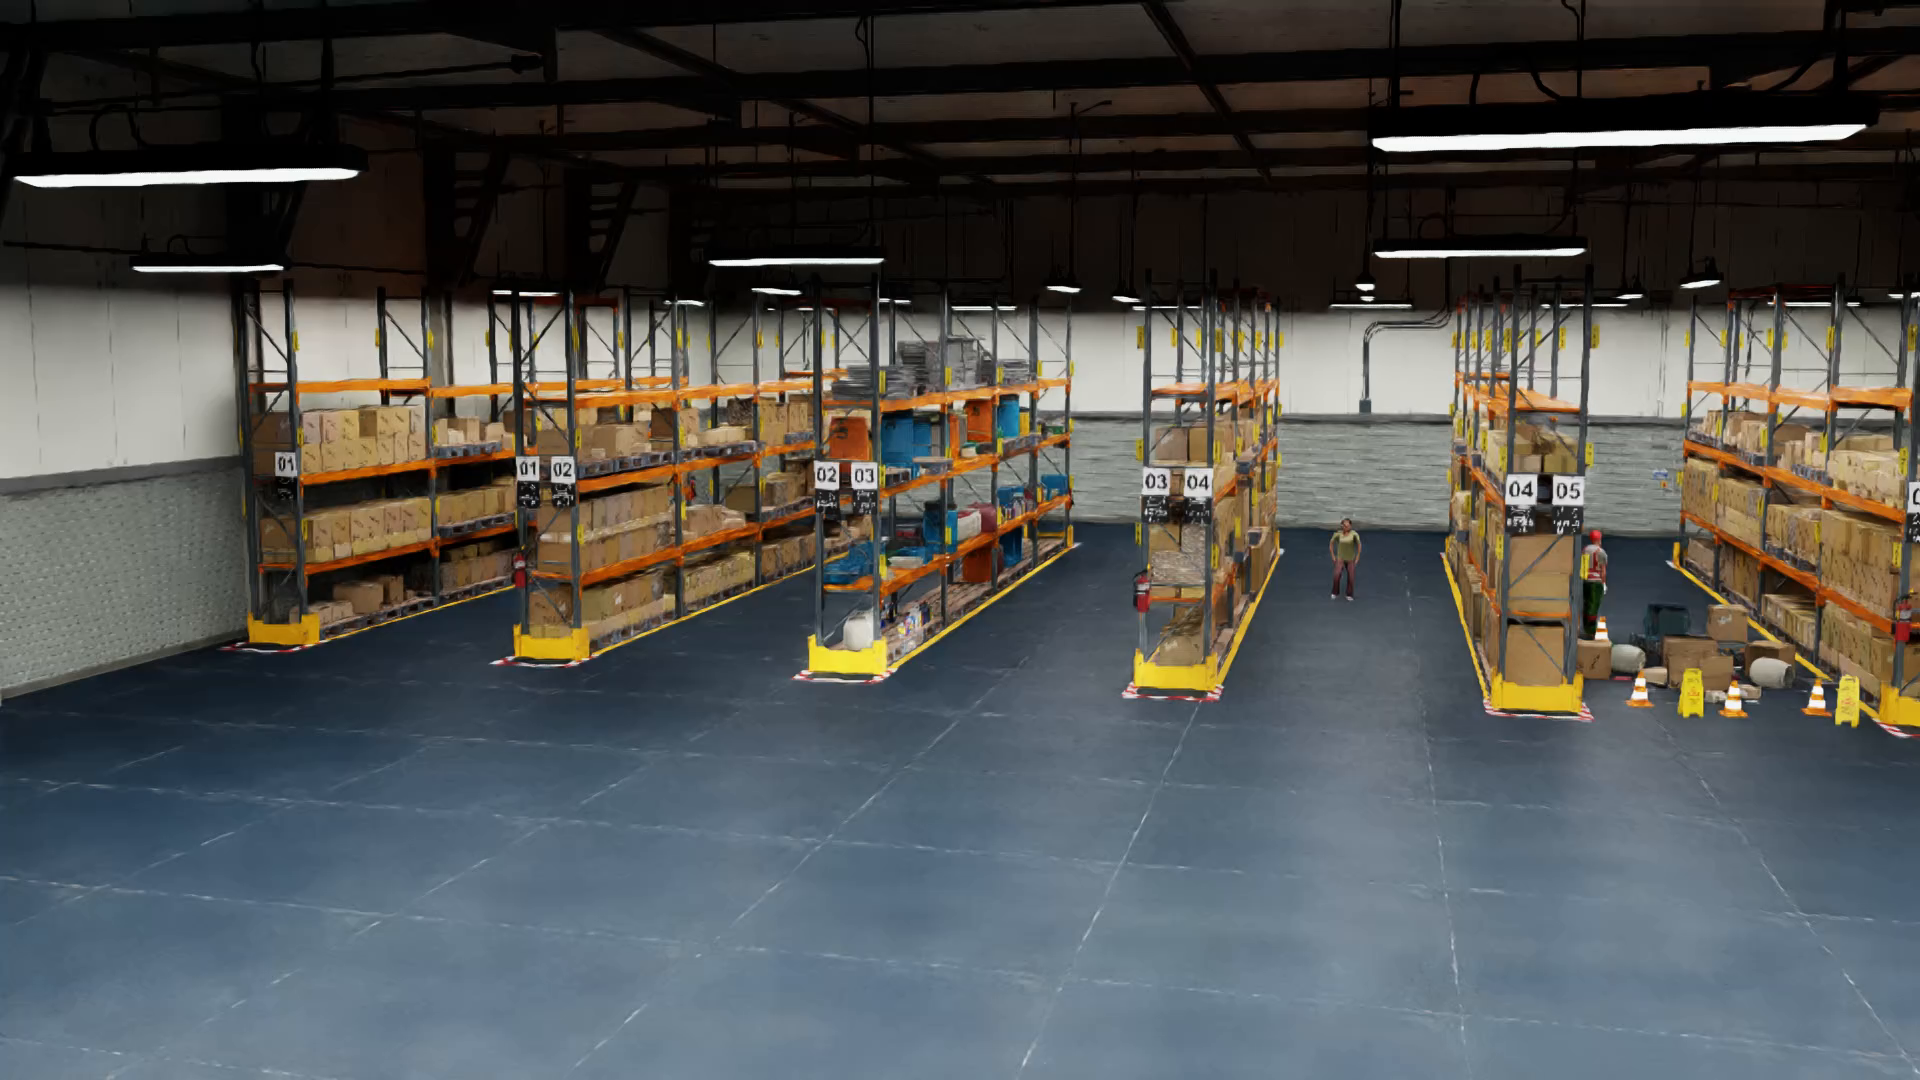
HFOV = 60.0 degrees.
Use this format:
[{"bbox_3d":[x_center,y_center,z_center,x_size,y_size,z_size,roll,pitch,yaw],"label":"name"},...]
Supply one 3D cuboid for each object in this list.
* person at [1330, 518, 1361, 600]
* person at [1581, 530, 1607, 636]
[{"bbox_3d":[7.432,0.364,32.089,0.598,1.619,0.507,1,7,11],"label":"person"},{"bbox_3d":[10.823,0.714,28.290,0.446,1.781,0.597,-2,7,-16],"label":"person"}]
